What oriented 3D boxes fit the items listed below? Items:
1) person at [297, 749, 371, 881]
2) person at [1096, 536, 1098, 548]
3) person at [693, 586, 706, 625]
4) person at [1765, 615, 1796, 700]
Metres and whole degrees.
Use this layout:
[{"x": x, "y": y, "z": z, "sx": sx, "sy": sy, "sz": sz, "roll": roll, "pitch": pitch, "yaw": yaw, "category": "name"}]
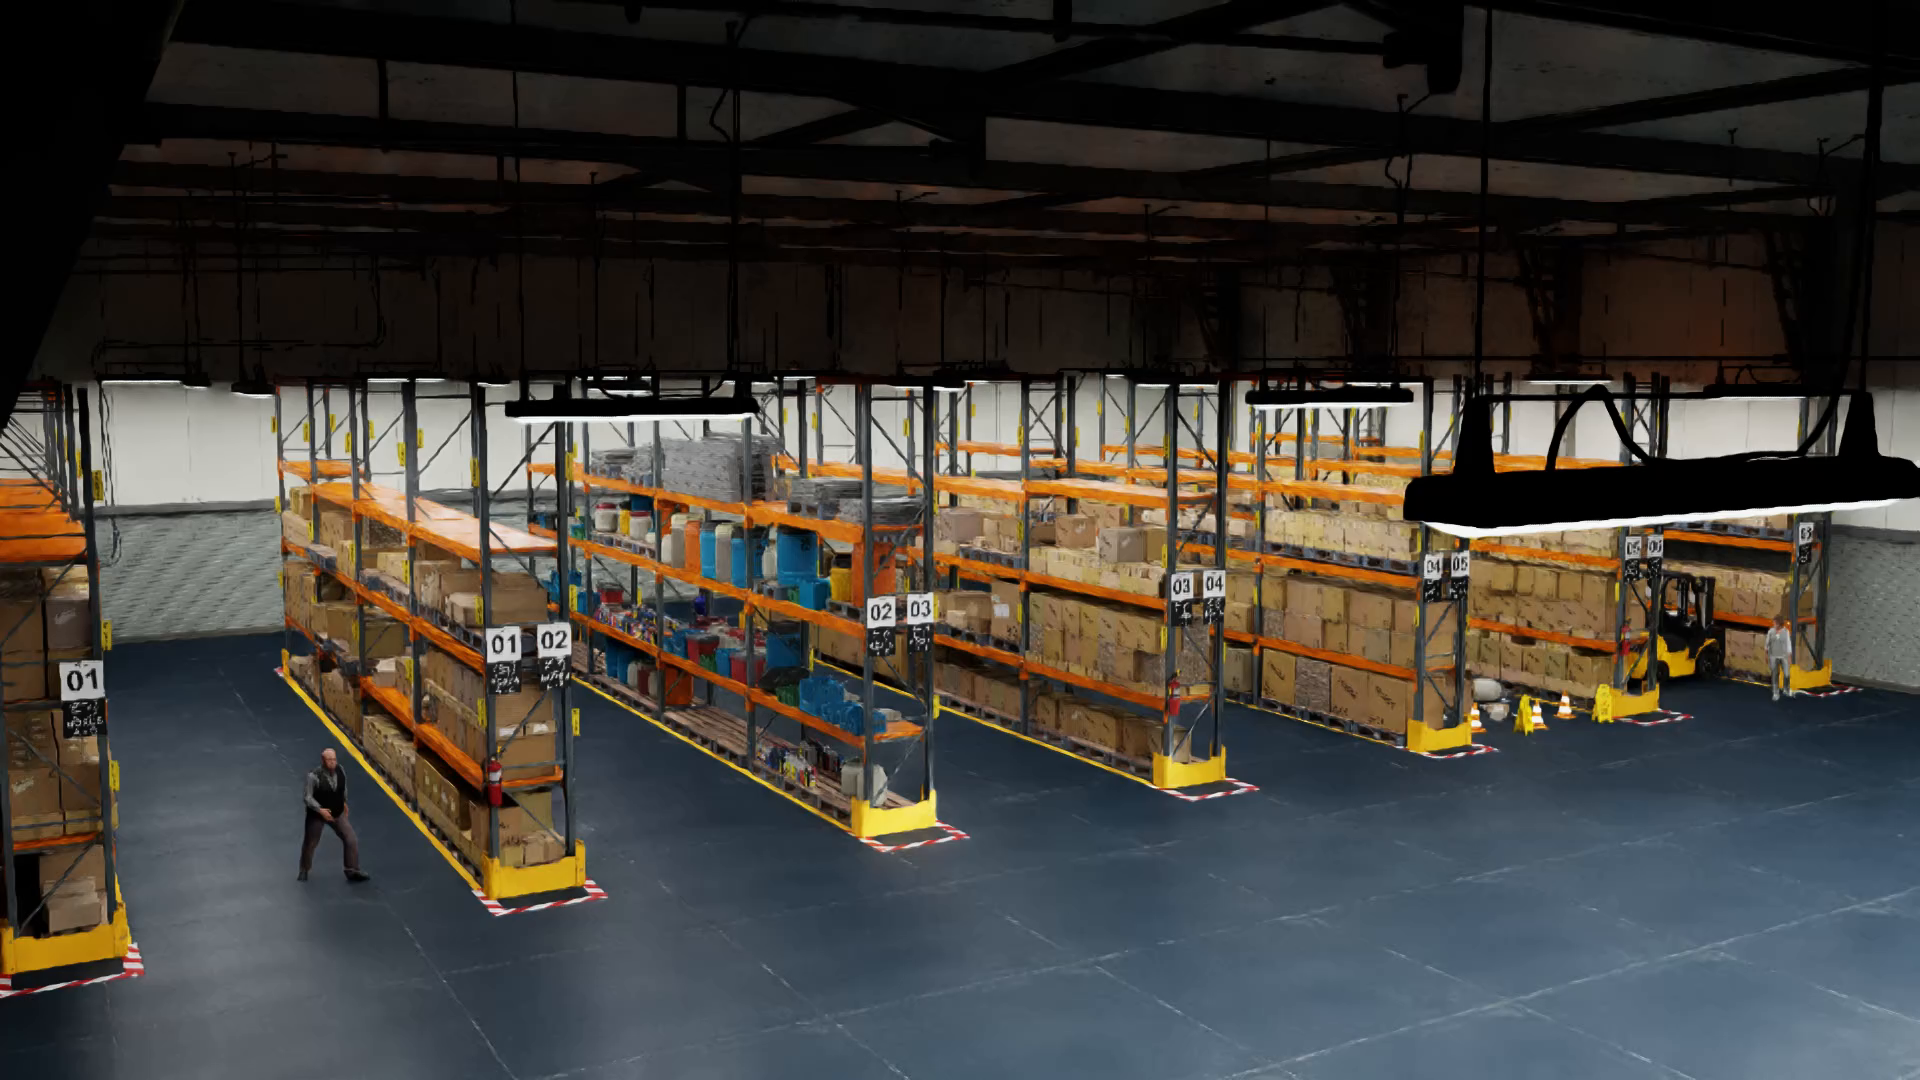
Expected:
[{"x": -7.654, "y": 3.310, "z": 20.055, "sx": 0.844, "sy": 1.661, "sz": 0.645, "roll": 6, "pitch": 9, "yaw": 43, "category": "person"}, {"x": 4.011, "y": 0.400, "z": 46.121, "sx": 0.714, "sy": 1.760, "sz": 0.457, "roll": 3, "pitch": 7, "yaw": 27, "category": "person"}, {"x": -5.290, "y": 1.732, "z": 34.400, "sx": 0.552, "sy": 1.666, "sz": 0.441, "roll": 6, "pitch": 8, "yaw": 42, "category": "person"}, {"x": 15.167, "y": 2.171, "z": 30.742, "sx": 0.535, "sy": 1.590, "sz": 0.400, "roll": 4, "pitch": 7, "yaw": 31, "category": "person"}]
